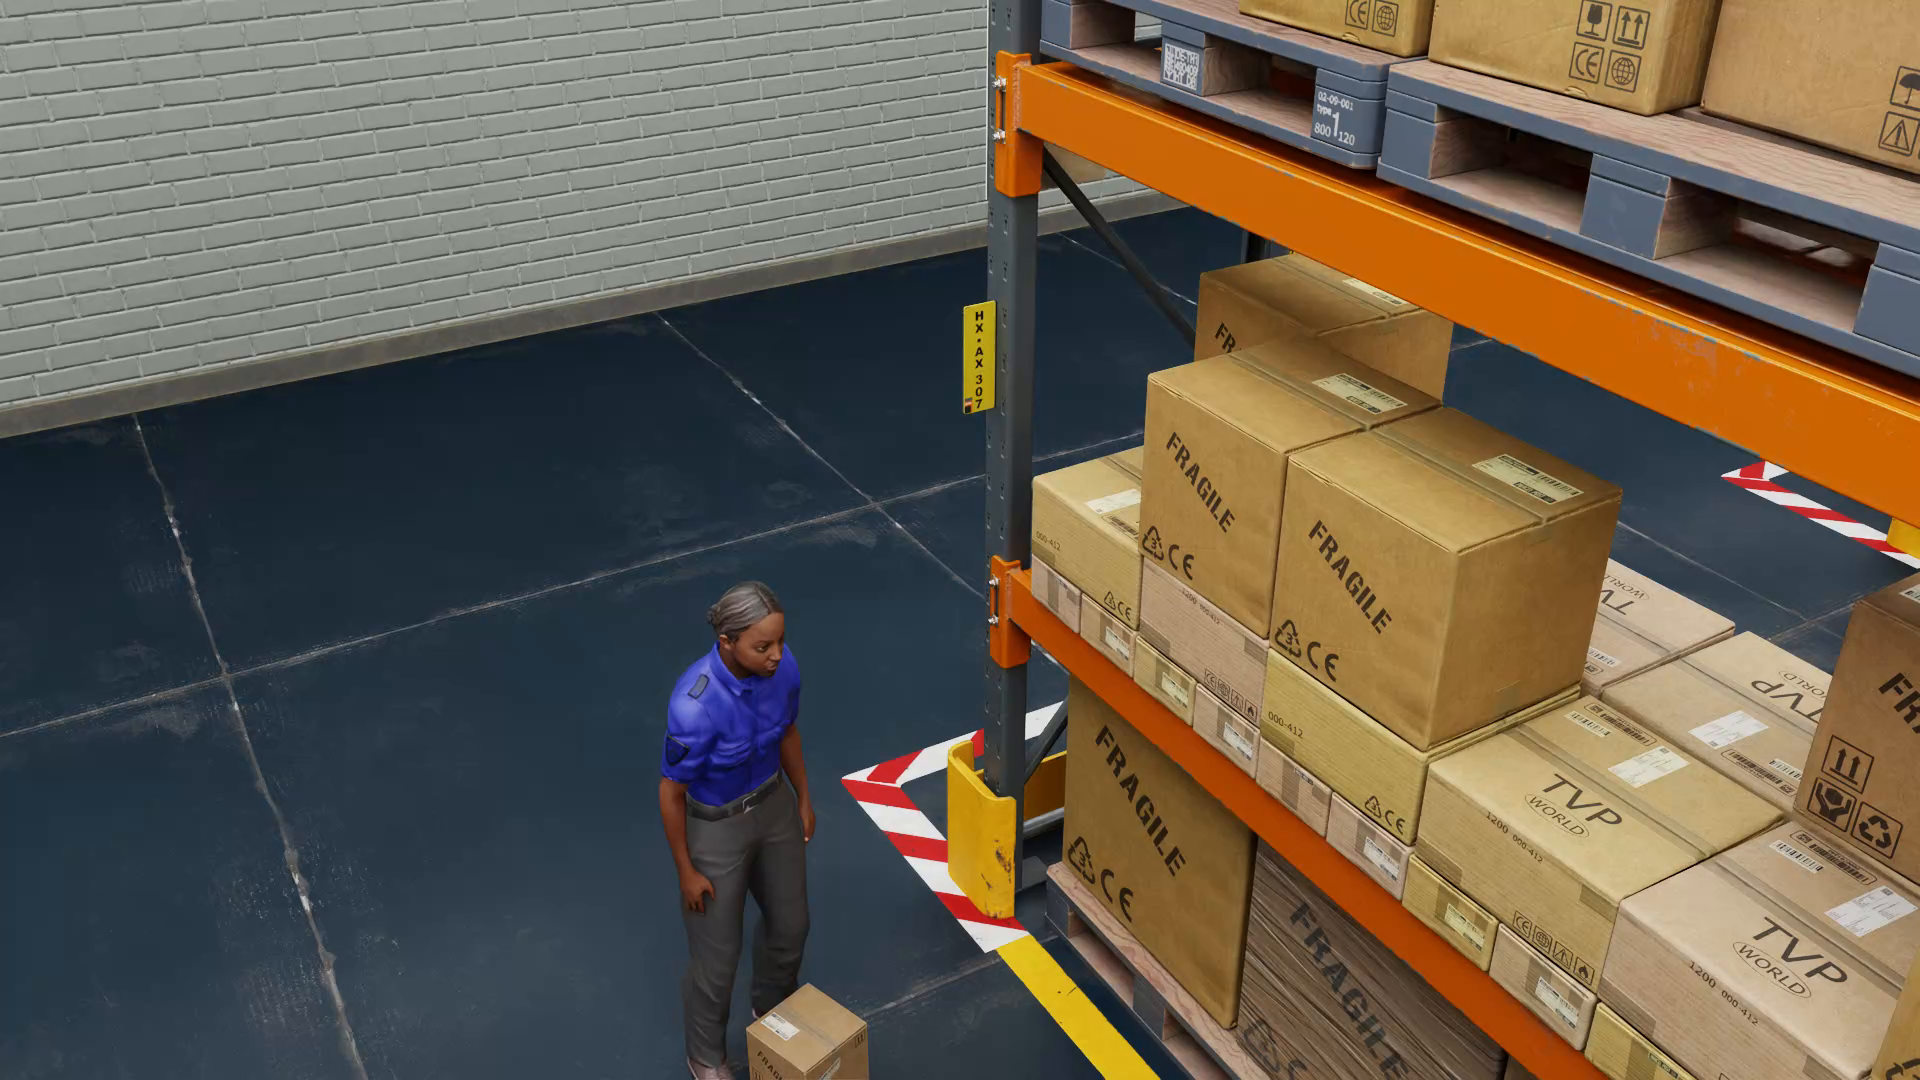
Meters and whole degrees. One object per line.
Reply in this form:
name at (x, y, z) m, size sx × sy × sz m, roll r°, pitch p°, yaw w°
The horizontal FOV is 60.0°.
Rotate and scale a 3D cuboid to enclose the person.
person at (-0.618, 0.831, 4.644) m, size 0.352 × 1.653 × 0.510 m, roll 24°, pitch 37°, yaw 36°
